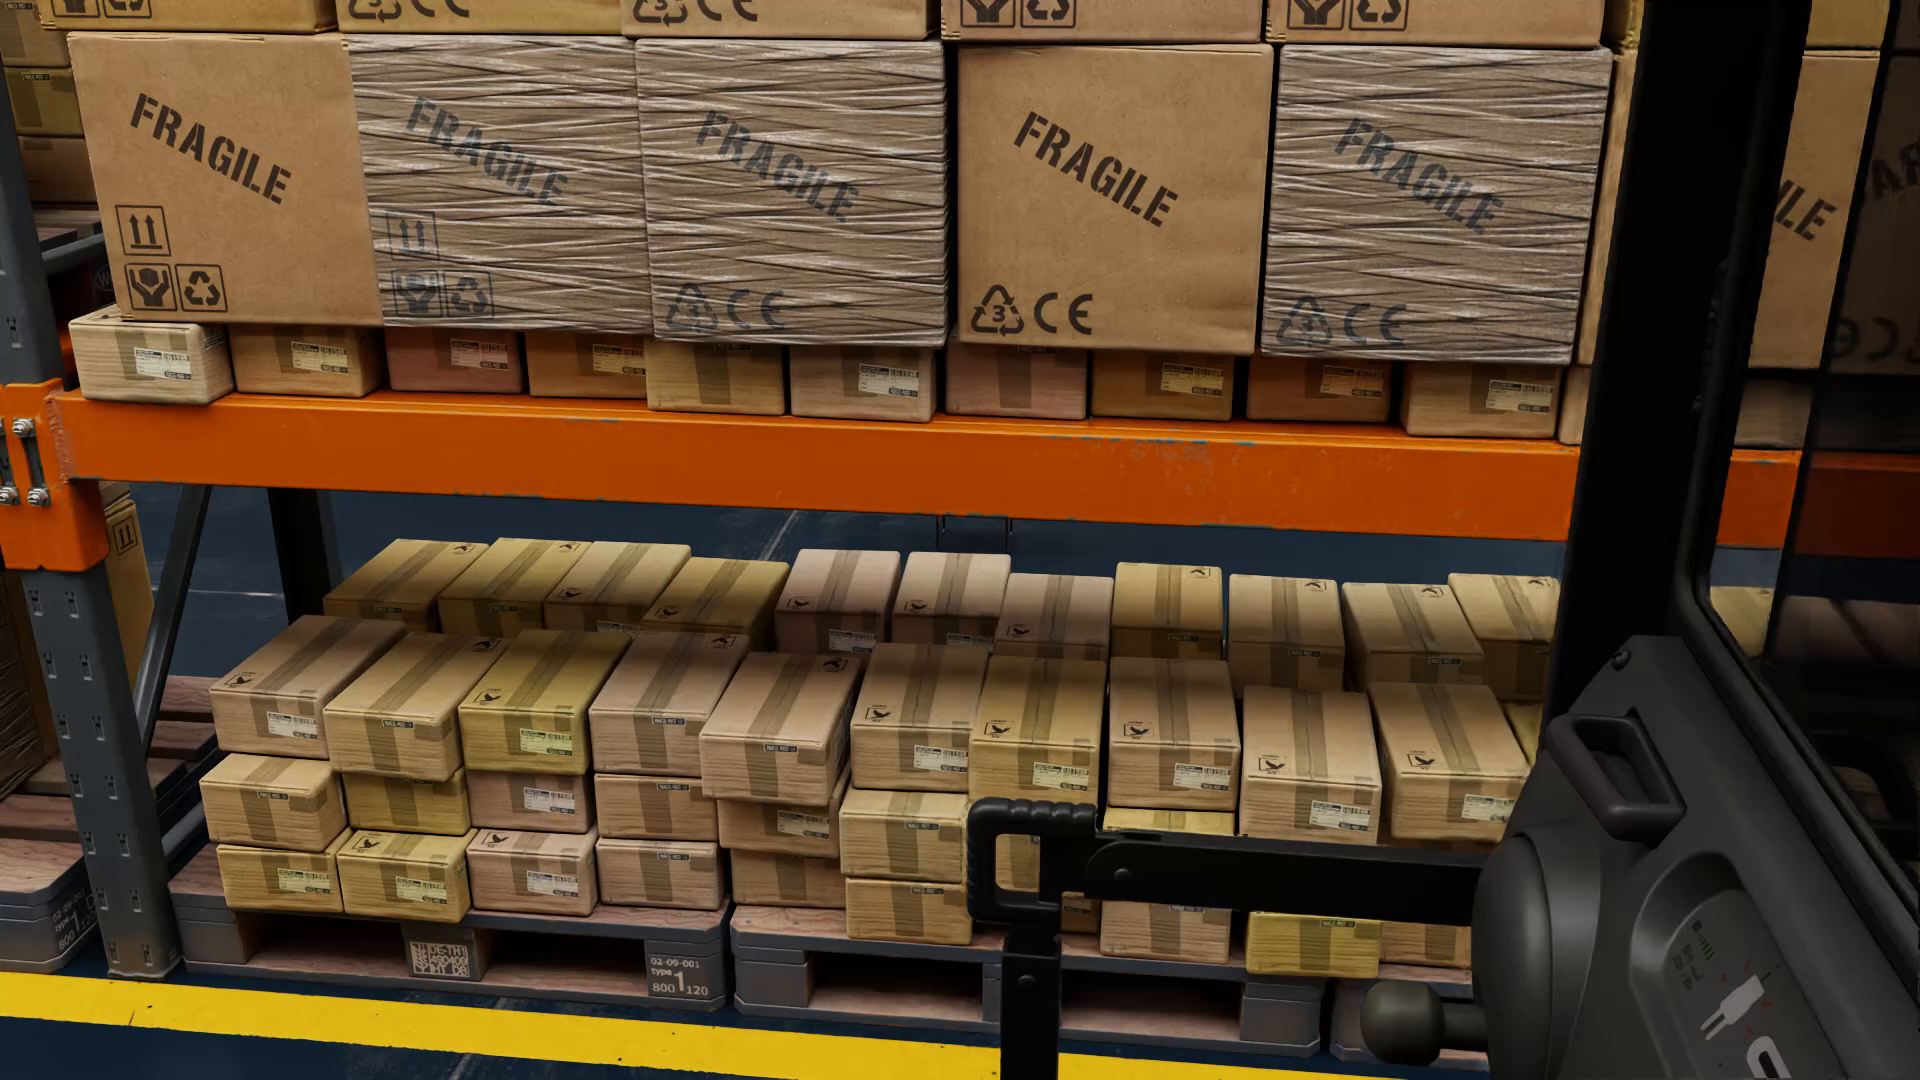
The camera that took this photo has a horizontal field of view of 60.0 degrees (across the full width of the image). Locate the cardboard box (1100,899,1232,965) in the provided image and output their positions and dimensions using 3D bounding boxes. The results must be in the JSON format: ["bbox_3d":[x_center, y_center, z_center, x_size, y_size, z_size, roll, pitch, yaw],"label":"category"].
[{"bbox_3d":[0.426,0.692,3.417,0.250,0.149,0.380,3,22,7],"label":"cardboard box"}]

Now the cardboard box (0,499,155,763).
[{"bbox_3d":[-2.405,0.203,4.175,0.500,0.500,0.500,3,22,8],"label":"cardboard box"}]

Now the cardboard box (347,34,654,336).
[{"bbox_3d":[-0.748,-0.688,3.059,0.500,0.500,0.500,2,22,6],"label":"cardboard box"}]

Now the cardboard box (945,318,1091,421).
[{"bbox_3d":[0.125,-0.353,3.094,0.250,0.149,0.380,3,22,8],"label":"cardboard box"}]

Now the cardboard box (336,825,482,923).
[{"bbox_3d":[-1.115,0.640,3.548,0.250,0.149,0.380,3,22,8],"label":"cardboard box"}]

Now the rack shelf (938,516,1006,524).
[{"bbox_3d":[0.053,-0.218,5.847,0.240,0.259,0.215,2,22,6],"label":"rack shelf"}]

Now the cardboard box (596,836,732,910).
[{"bbox_3d":[-0.604,0.624,3.587,0.250,0.149,0.380,2,22,5],"label":"cardboard box"}]

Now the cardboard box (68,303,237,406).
[{"bbox_3d":[-1.460,-0.387,3.179,0.250,0.149,0.380,3,22,8],"label":"cardboard box"}]

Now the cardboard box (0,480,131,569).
[{"bbox_3d":[-2.405,-0.145,4.036,0.500,0.250,0.500,2,22,4],"label":"cardboard box"}]

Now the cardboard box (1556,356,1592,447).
[{"bbox_3d":[1.163,-0.288,2.931,0.250,0.149,0.380,3,22,8],"label":"cardboard box"}]

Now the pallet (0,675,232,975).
[{"bbox_3d":[-2.476,0.629,4.063,1.213,0.211,1.003,2,22,6],"label":"pallet"}]

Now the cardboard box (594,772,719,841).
[{"bbox_3d":[-0.605,0.478,3.553,0.250,0.149,0.380,1,22,4],"label":"cardboard box"}]

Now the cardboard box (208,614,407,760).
[{"bbox_3d":[-1.385,0.309,3.575,0.250,0.149,0.380,3,22,8],"label":"cardboard box"}]

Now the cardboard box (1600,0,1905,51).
[{"bbox_3d":[1.283,-1.063,2.648,0.500,0.500,0.500,2,22,4],"label":"cardboard box"}]

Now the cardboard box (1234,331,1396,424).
[{"bbox_3d":[0.644,-0.344,3.072,0.250,0.149,0.380,2,22,4],"label":"cardboard box"}]

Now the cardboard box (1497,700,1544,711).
[{"bbox_3d":[1.261,0.403,3.742,0.250,0.149,0.380,3,22,7],"label":"cardboard box"}]

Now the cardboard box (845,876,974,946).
[{"bbox_3d":[-0.086,0.670,3.472,0.250,0.149,0.380,2,22,5],"label":"cardboard box"}]

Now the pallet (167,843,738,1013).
[{"bbox_3d":[-1.032,0.678,3.938,1.213,0.211,1.003,2,22,6],"label":"pallet"}]

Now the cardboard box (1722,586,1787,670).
[{"bbox_3d":[1.789,0.245,3.737,0.250,0.149,0.380,2,22,4],"label":"cardboard box"}]

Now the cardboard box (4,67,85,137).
[{"bbox_3d":[-2.040,-1.037,3.849,0.250,0.149,0.380,3,22,7],"label":"cardboard box"}]

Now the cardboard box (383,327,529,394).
[{"bbox_3d":[-0.924,-0.410,3.239,0.250,0.149,0.380,2,22,4],"label":"cardboard box"}]

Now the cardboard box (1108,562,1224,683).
[{"bbox_3d":[0.480,0.195,3.863,0.250,0.149,0.380,3,22,7],"label":"cardboard box"}]

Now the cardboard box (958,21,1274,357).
[{"bbox_3d":[0.283,-0.640,2.939,0.500,0.500,0.500,4,22,9],"label":"cardboard box"}]

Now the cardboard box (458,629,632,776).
[{"bbox_3d":[-0.862,0.336,3.508,0.250,0.149,0.380,2,22,6],"label":"cardboard box"}]

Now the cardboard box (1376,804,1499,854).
[{"bbox_3d":[0.941,0.540,3.395,0.250,0.149,0.380,2,22,6],"label":"cardboard box"}]

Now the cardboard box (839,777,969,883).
[{"bbox_3d":[-0.091,0.532,3.415,0.250,0.149,0.380,2,22,6],"label":"cardboard box"}]

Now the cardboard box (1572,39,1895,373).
[{"bbox_3d":[1.282,-0.597,2.828,0.500,0.500,0.500,2,22,5],"label":"cardboard box"}]

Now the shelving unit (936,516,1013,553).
[{"bbox_3d":[0.053,-0.486,5.741,0.252,1.050,0.215,2,22,6],"label":"shelving unit"}]

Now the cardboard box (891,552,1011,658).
[{"bbox_3d":[-0.015,0.169,3.930,0.250,0.149,0.380,2,22,4],"label":"cardboard box"}]

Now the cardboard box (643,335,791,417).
[{"bbox_3d":[-0.412,-0.361,3.116,0.250,0.149,0.380,3,22,7],"label":"cardboard box"}]

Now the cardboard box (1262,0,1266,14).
[{"bbox_3d":[0.839,-1.278,3.193,0.500,0.500,0.500,2,22,5],"label":"cardboard box"}]

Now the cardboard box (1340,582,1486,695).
[{"bbox_3d":[1.010,0.239,3.753,0.250,0.149,0.380,1,22,4],"label":"cardboard box"}]

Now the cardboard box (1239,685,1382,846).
[{"bbox_3d":[0.676,0.439,3.246,0.250,0.149,0.380,3,22,8],"label":"cardboard box"}]

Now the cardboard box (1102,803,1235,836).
[{"bbox_3d":[0.427,0.554,3.360,0.250,0.149,0.380,4,22,9],"label":"cardboard box"}]

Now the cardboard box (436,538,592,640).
[{"bbox_3d":[-1.060,0.136,4.014,0.250,0.149,0.380,3,22,7],"label":"cardboard box"}]

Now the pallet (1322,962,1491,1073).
[{"bbox_3d":[1.391,0.783,3.671,1.213,0.211,1.003,2,22,6],"label":"pallet"}]

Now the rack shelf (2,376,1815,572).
[{"bbox_3d":[0.283,-0.214,3.380,4.000,0.370,1.077,2,22,6],"label":"rack shelf"}]

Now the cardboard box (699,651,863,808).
[{"bbox_3d":[-0.357,0.380,3.397,0.250,0.149,0.380,3,22,7],"label":"cardboard box"}]

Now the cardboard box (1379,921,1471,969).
[{"bbox_3d":[0.956,0.699,3.399,0.250,0.149,0.380,3,22,7],"label":"cardboard box"}]

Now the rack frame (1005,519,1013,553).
[{"bbox_3d":[0.174,-0.481,5.728,0.008,1.050,0.200,2,22,6],"label":"rack frame"}]

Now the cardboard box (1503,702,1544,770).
[{"bbox_3d":[1.199,0.465,3.182,0.250,0.149,0.380,2,22,5],"label":"cardboard box"}]

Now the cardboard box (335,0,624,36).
[{"bbox_3d":[-0.767,-1.160,2.892,0.500,0.500,0.500,2,22,5],"label":"cardboard box"}]

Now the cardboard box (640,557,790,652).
[{"bbox_3d":[-0.564,0.184,3.893,0.250,0.149,0.380,3,22,8],"label":"cardboard box"}]

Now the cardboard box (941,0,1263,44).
[{"bbox_3d":[0.239,-1.104,2.751,0.500,0.500,0.500,2,22,4],"label":"cardboard box"}]

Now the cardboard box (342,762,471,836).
[{"bbox_3d":[-1.119,0.468,3.579,0.250,0.149,0.380,3,22,7],"label":"cardboard box"}]

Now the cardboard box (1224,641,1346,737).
[{"bbox_3d":[0.744,0.375,3.812,0.250,0.149,0.380,1,22,4],"label":"cardboard box"}]

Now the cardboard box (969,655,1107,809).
[{"bbox_3d":[0.164,0.386,3.380,0.250,0.149,0.380,3,22,7],"label":"cardboard box"}]
